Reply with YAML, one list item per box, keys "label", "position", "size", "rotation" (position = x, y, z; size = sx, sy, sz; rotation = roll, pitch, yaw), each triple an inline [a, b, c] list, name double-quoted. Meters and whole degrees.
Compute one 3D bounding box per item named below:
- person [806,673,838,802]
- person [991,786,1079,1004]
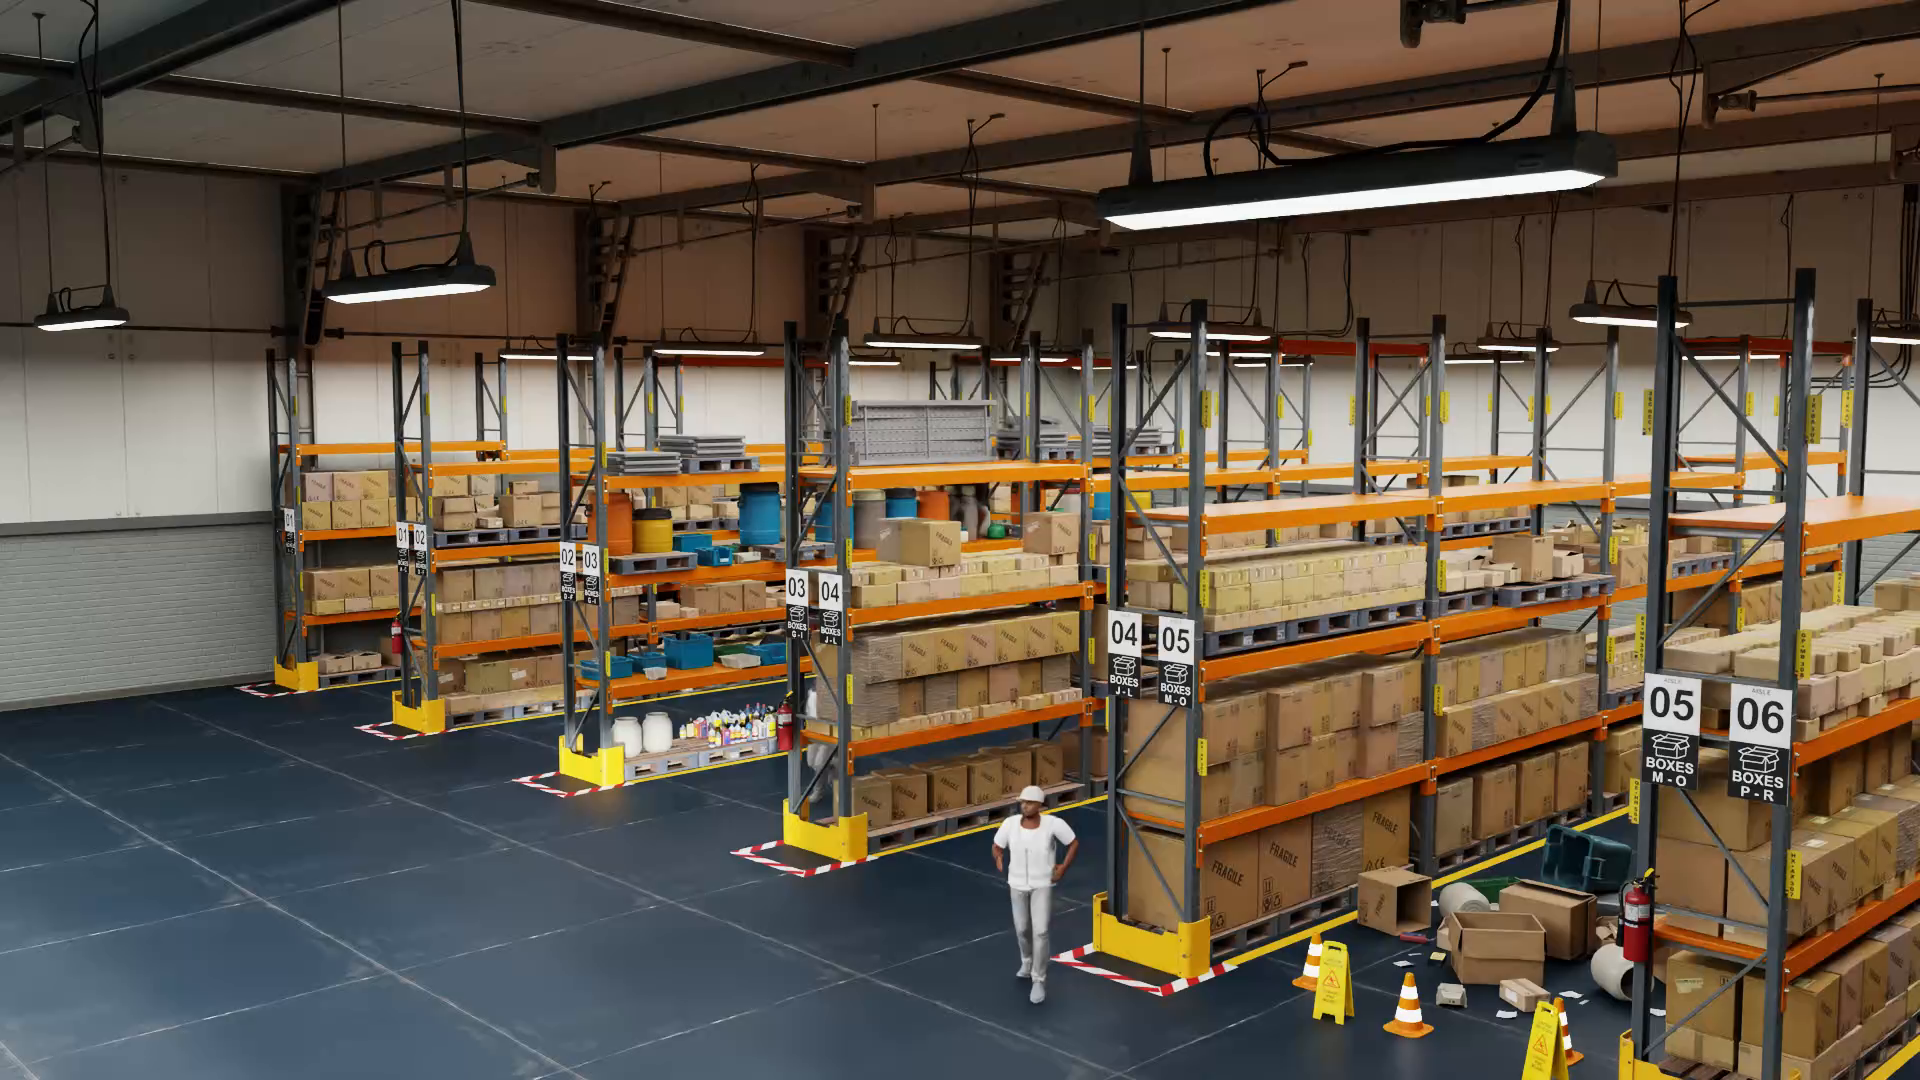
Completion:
- label: "person"
  position: [-1.706, 2.463, 21.369]
  size: [0.681, 1.745, 0.675]
  rotation: [3, 6, 30]
- label: "person"
  position: [0.596, 3.004, 14.401]
  size: [0.751, 1.750, 0.818]
  rotation: [2, 5, 20]
